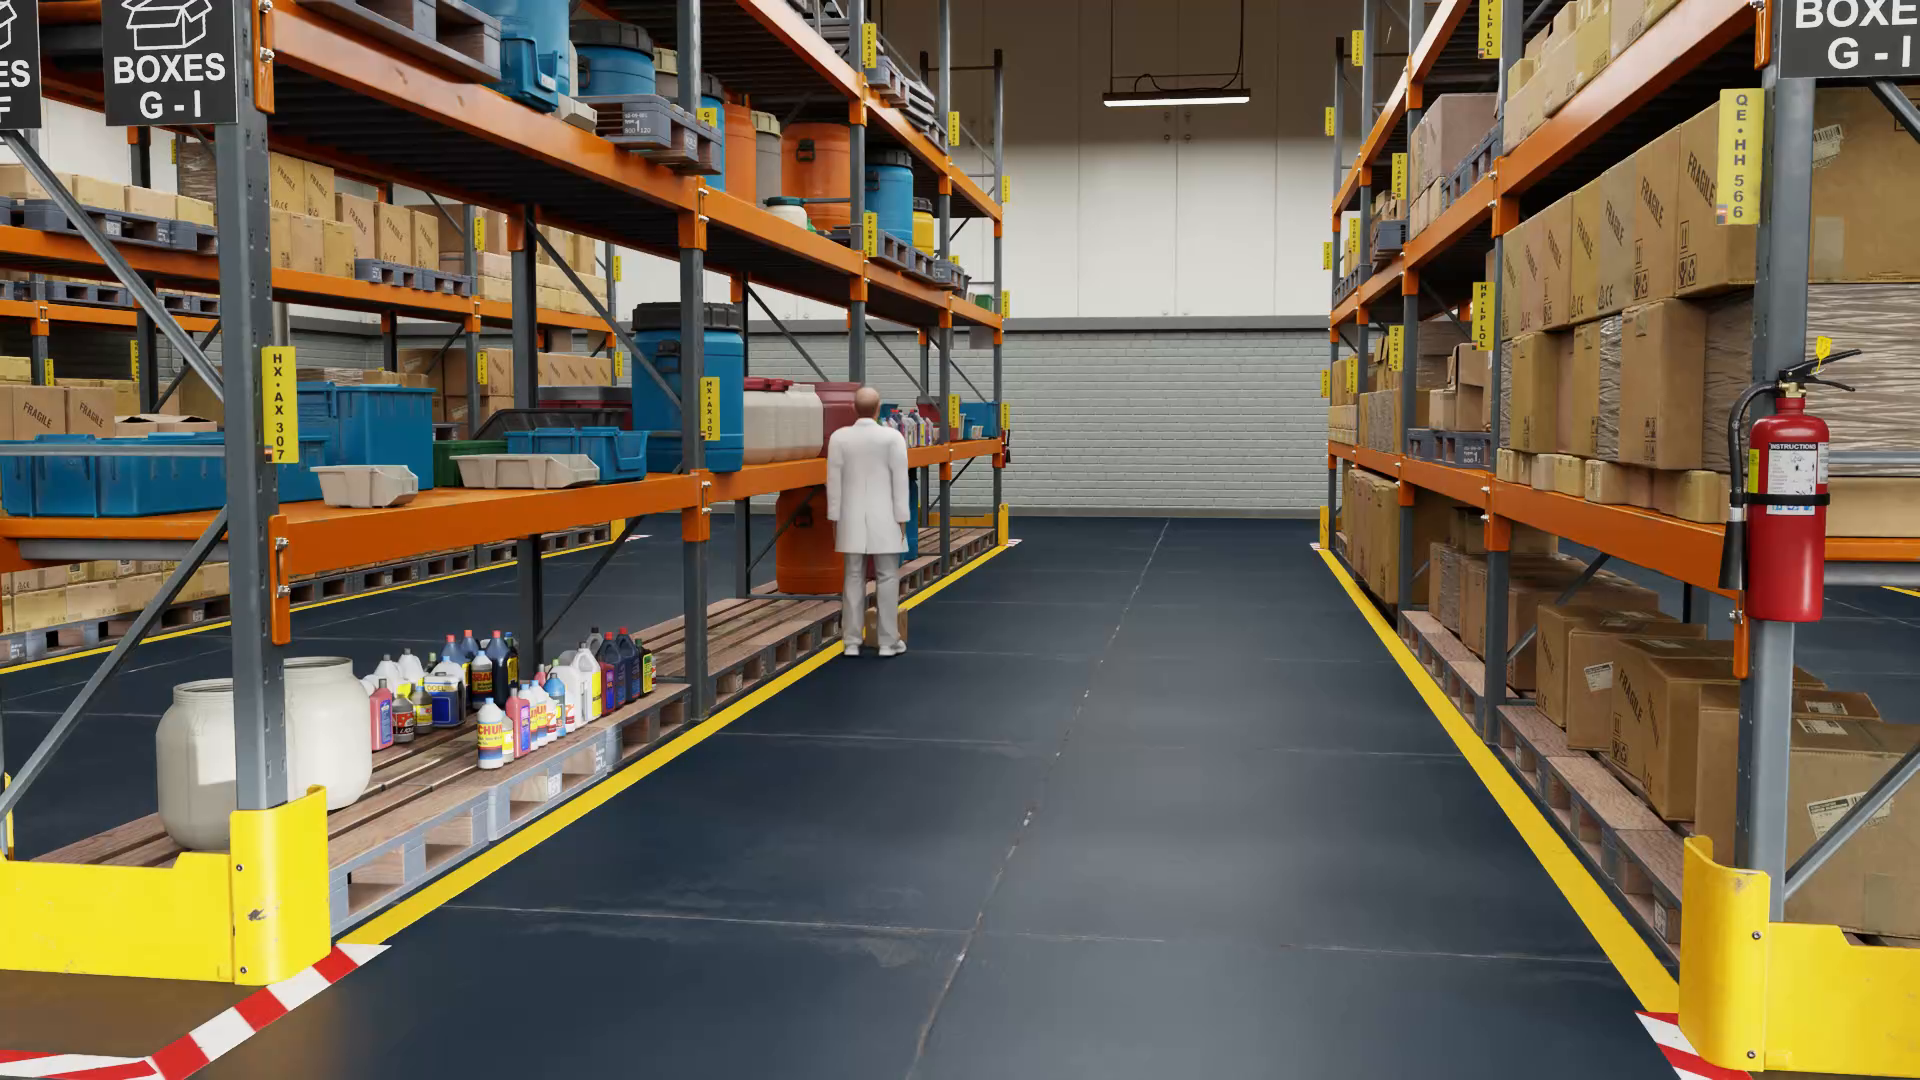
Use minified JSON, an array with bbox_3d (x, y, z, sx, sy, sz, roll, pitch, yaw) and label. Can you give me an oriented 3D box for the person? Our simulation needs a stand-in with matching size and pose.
[{"bbox_3d":[-0.599,-0.127,11.094,0.573,1.780,0.388,1,4,10],"label":"person"}]
